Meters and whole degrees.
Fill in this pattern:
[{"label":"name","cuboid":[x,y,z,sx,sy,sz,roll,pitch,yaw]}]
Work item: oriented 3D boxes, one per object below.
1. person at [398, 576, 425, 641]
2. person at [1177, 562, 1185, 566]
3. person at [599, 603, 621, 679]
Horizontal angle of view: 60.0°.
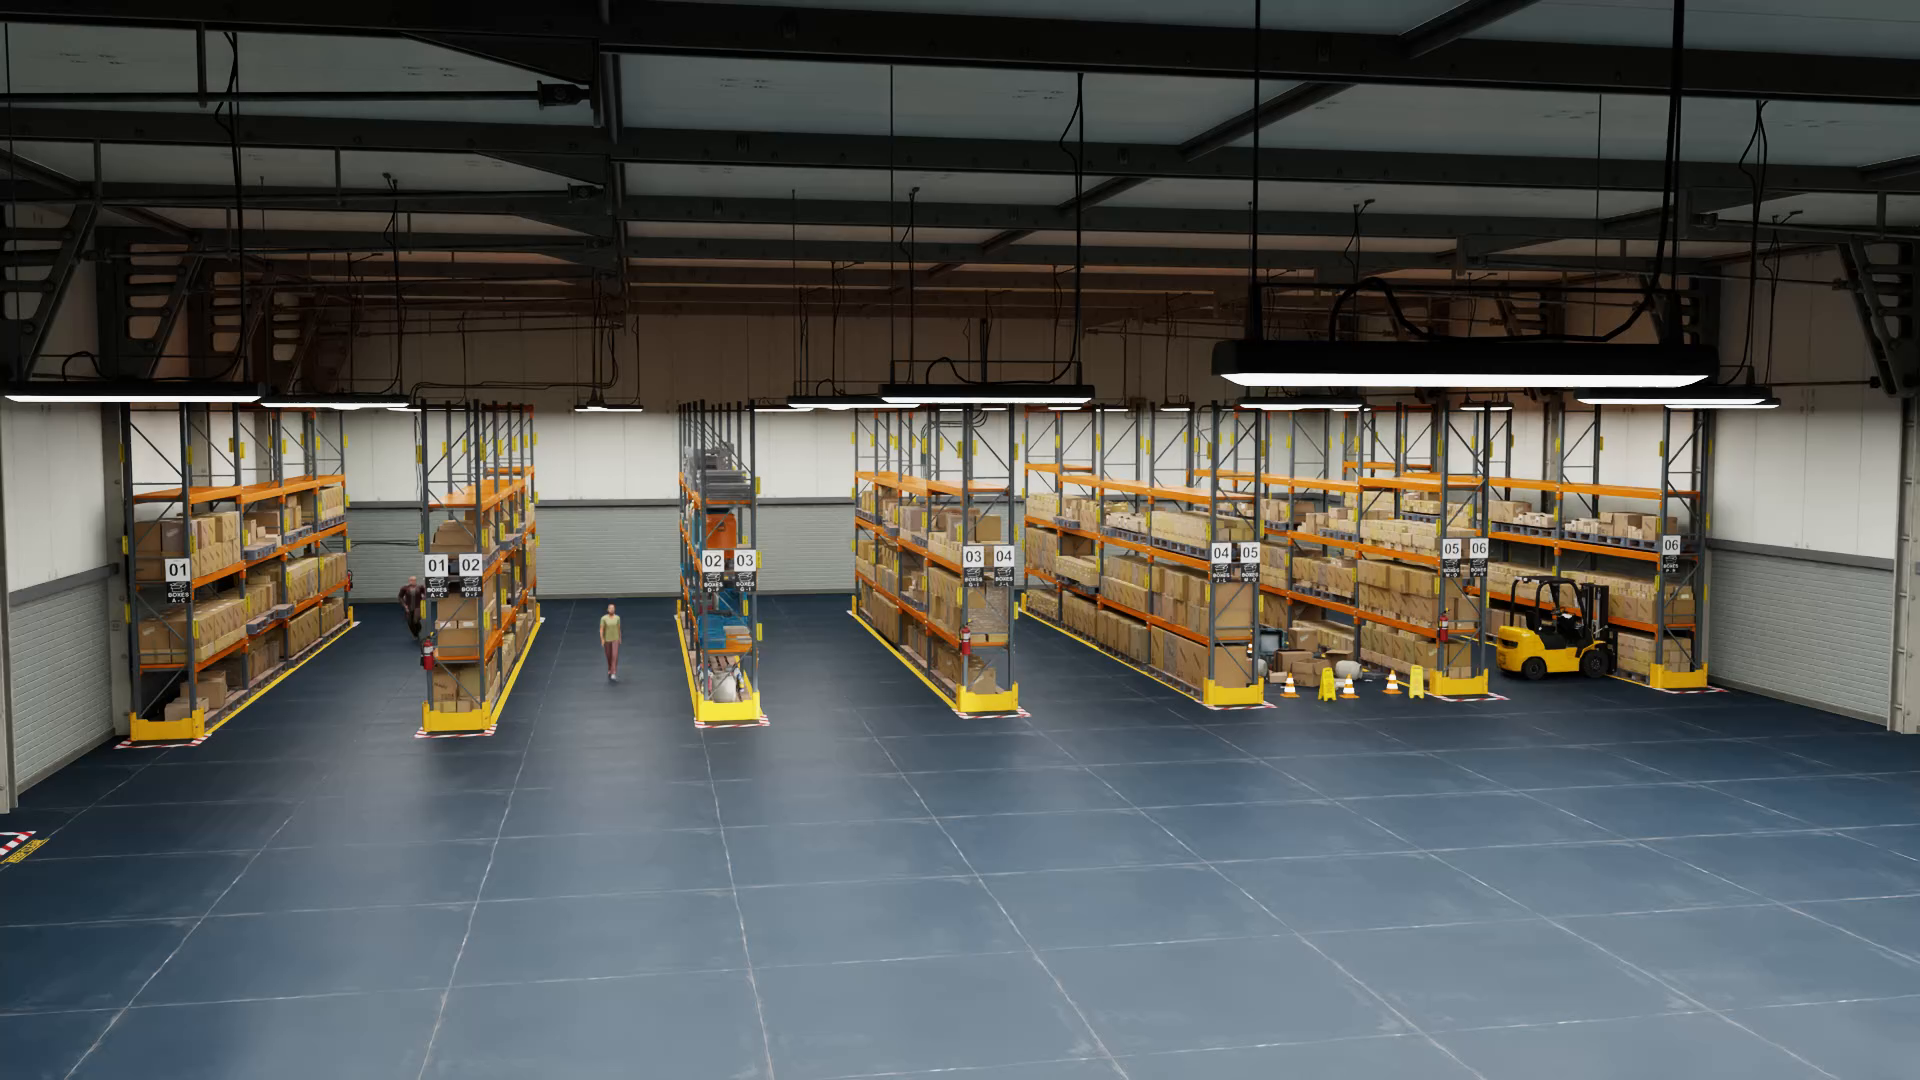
[{"label":"person","cuboid":[-13.778,1.732,41.945,0.695,1.674,0.664,0,4,-3]},{"label":"person","cuboid":[7.158,0.937,53.191,0.967,1.528,0.468,2,5,27]},{"label":"person","cuboid":[-7.609,2.171,36.104,0.419,1.607,1.072,0,4,-2]}]
